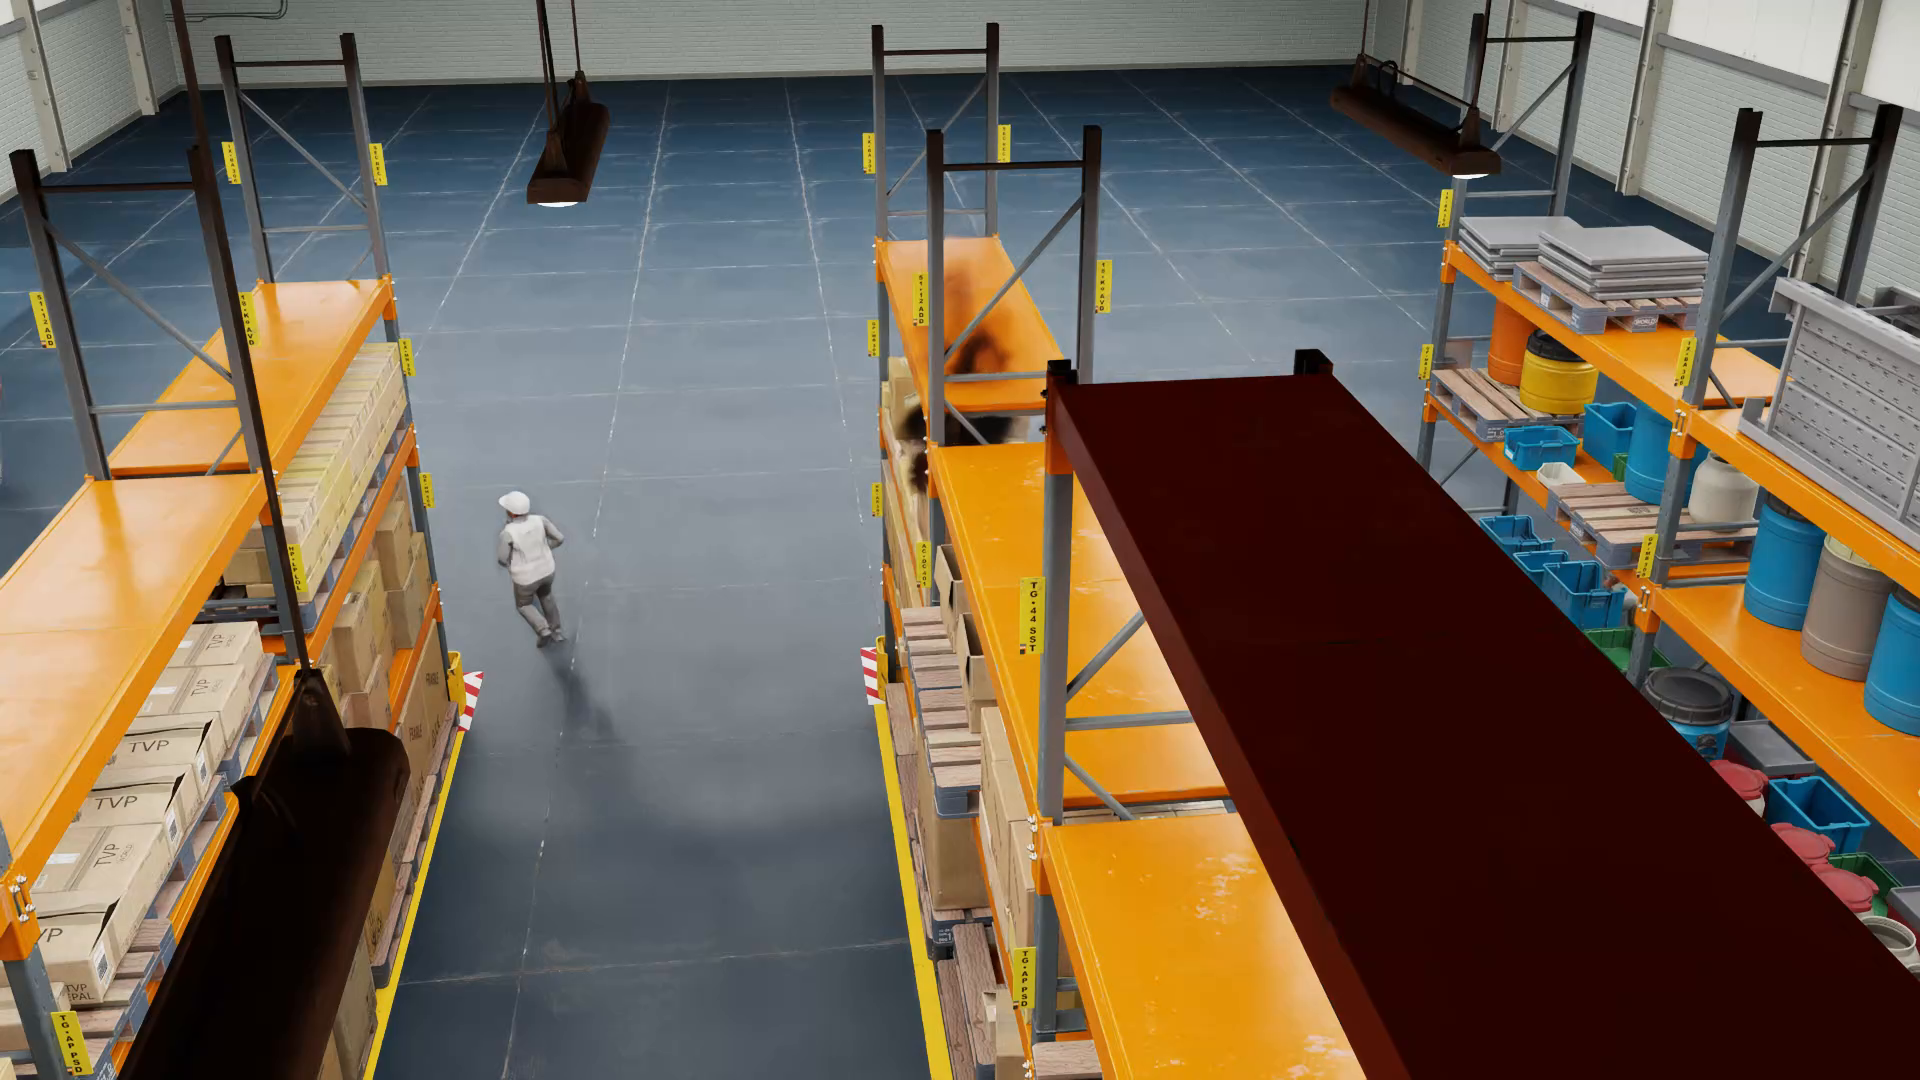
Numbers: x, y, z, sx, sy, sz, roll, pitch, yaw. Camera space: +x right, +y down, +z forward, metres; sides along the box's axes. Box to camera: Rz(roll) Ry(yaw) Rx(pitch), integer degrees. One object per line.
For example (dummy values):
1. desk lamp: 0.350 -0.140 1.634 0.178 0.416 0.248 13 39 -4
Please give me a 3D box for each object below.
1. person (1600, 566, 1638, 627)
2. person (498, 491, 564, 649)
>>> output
1. person: 6.195 0.484 15.383 0.656 1.788 0.965 -4 26 -9
2. person: -4.104 0.307 15.925 0.673 1.703 0.607 -19 31 -34
